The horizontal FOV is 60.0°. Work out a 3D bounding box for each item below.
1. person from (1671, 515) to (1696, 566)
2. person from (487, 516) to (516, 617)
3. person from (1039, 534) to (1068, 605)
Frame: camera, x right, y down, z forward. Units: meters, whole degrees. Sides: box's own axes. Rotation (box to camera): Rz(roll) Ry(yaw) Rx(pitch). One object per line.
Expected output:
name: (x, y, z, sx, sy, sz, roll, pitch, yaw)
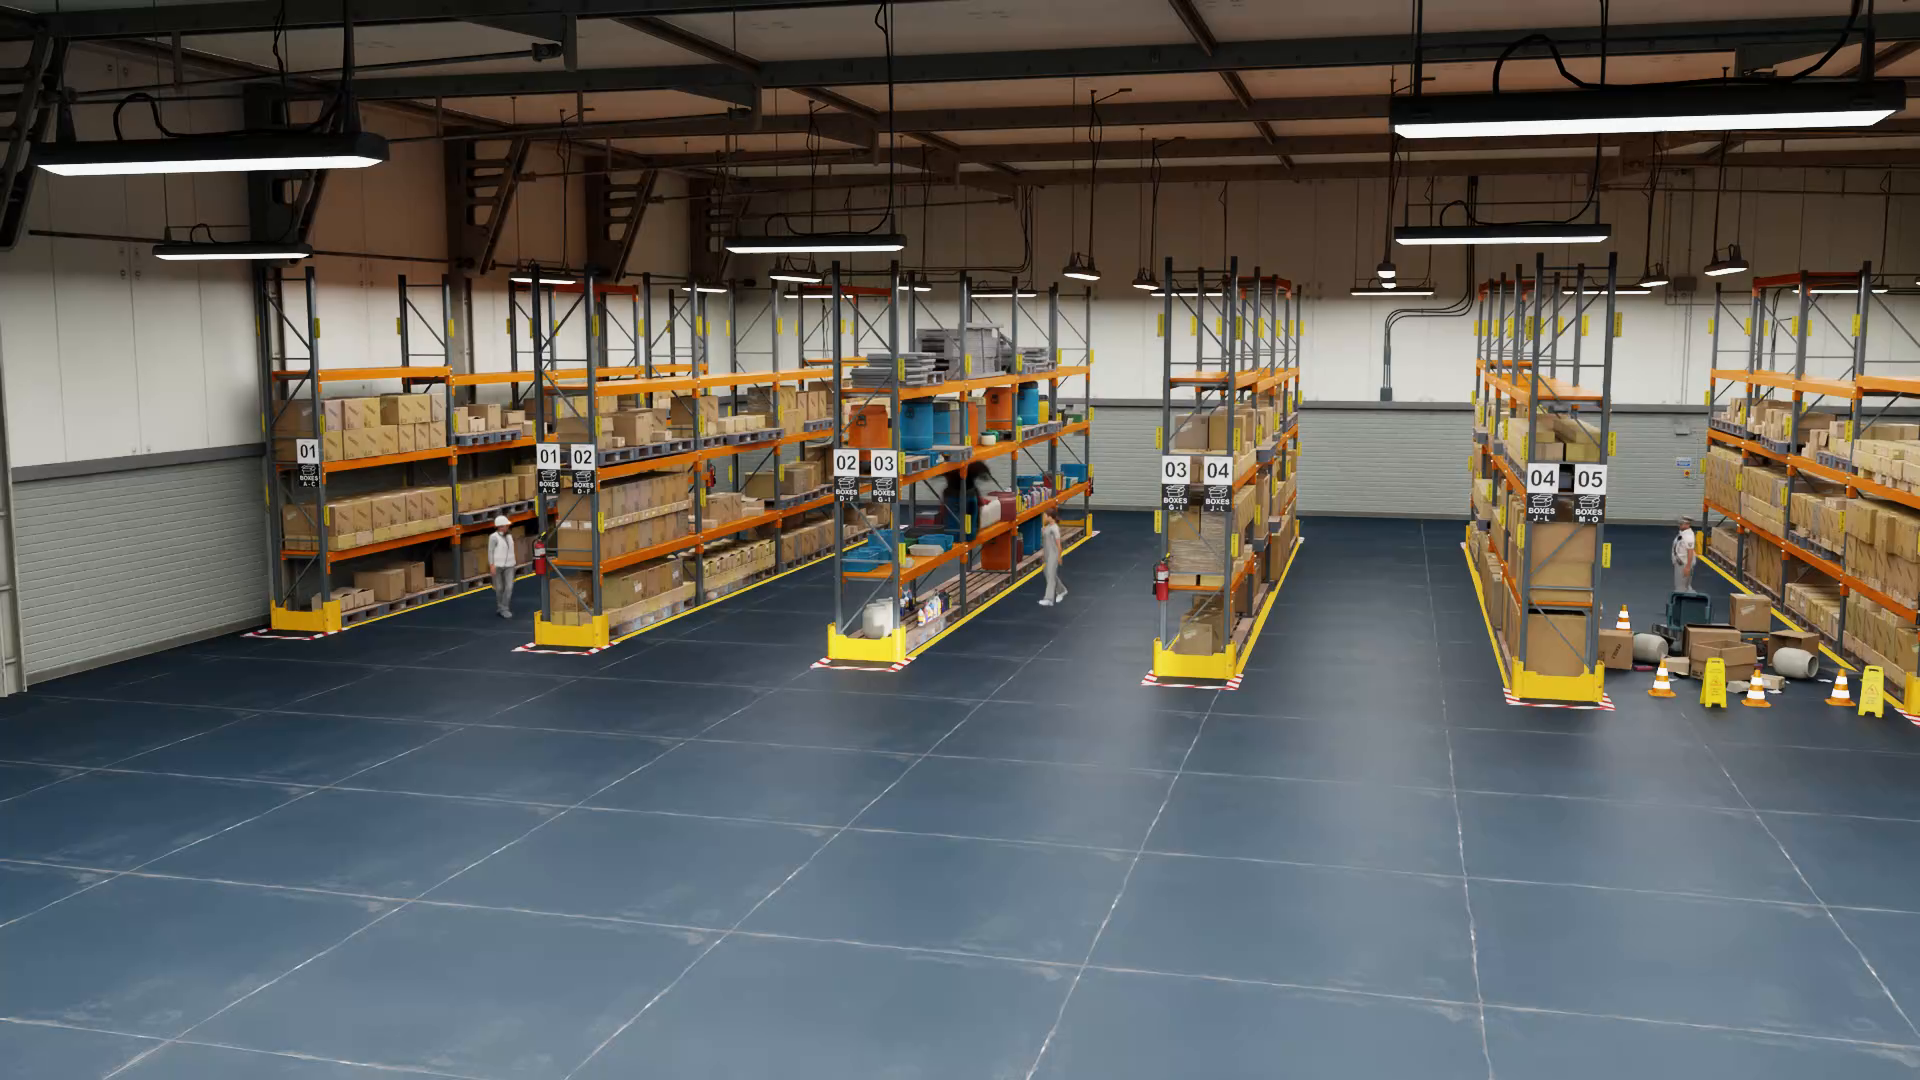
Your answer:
person: (12.715, -0.003, 29.161, 0.401, 0.886, 0.540, 5, 9, 36)
person: (-8.031, 0.459, 29.084, 0.523, 1.779, 0.669, -4, 8, -29)
person: (1.603, 0.494, 28.621, 0.829, 1.238, 0.480, -4, 8, -31)
